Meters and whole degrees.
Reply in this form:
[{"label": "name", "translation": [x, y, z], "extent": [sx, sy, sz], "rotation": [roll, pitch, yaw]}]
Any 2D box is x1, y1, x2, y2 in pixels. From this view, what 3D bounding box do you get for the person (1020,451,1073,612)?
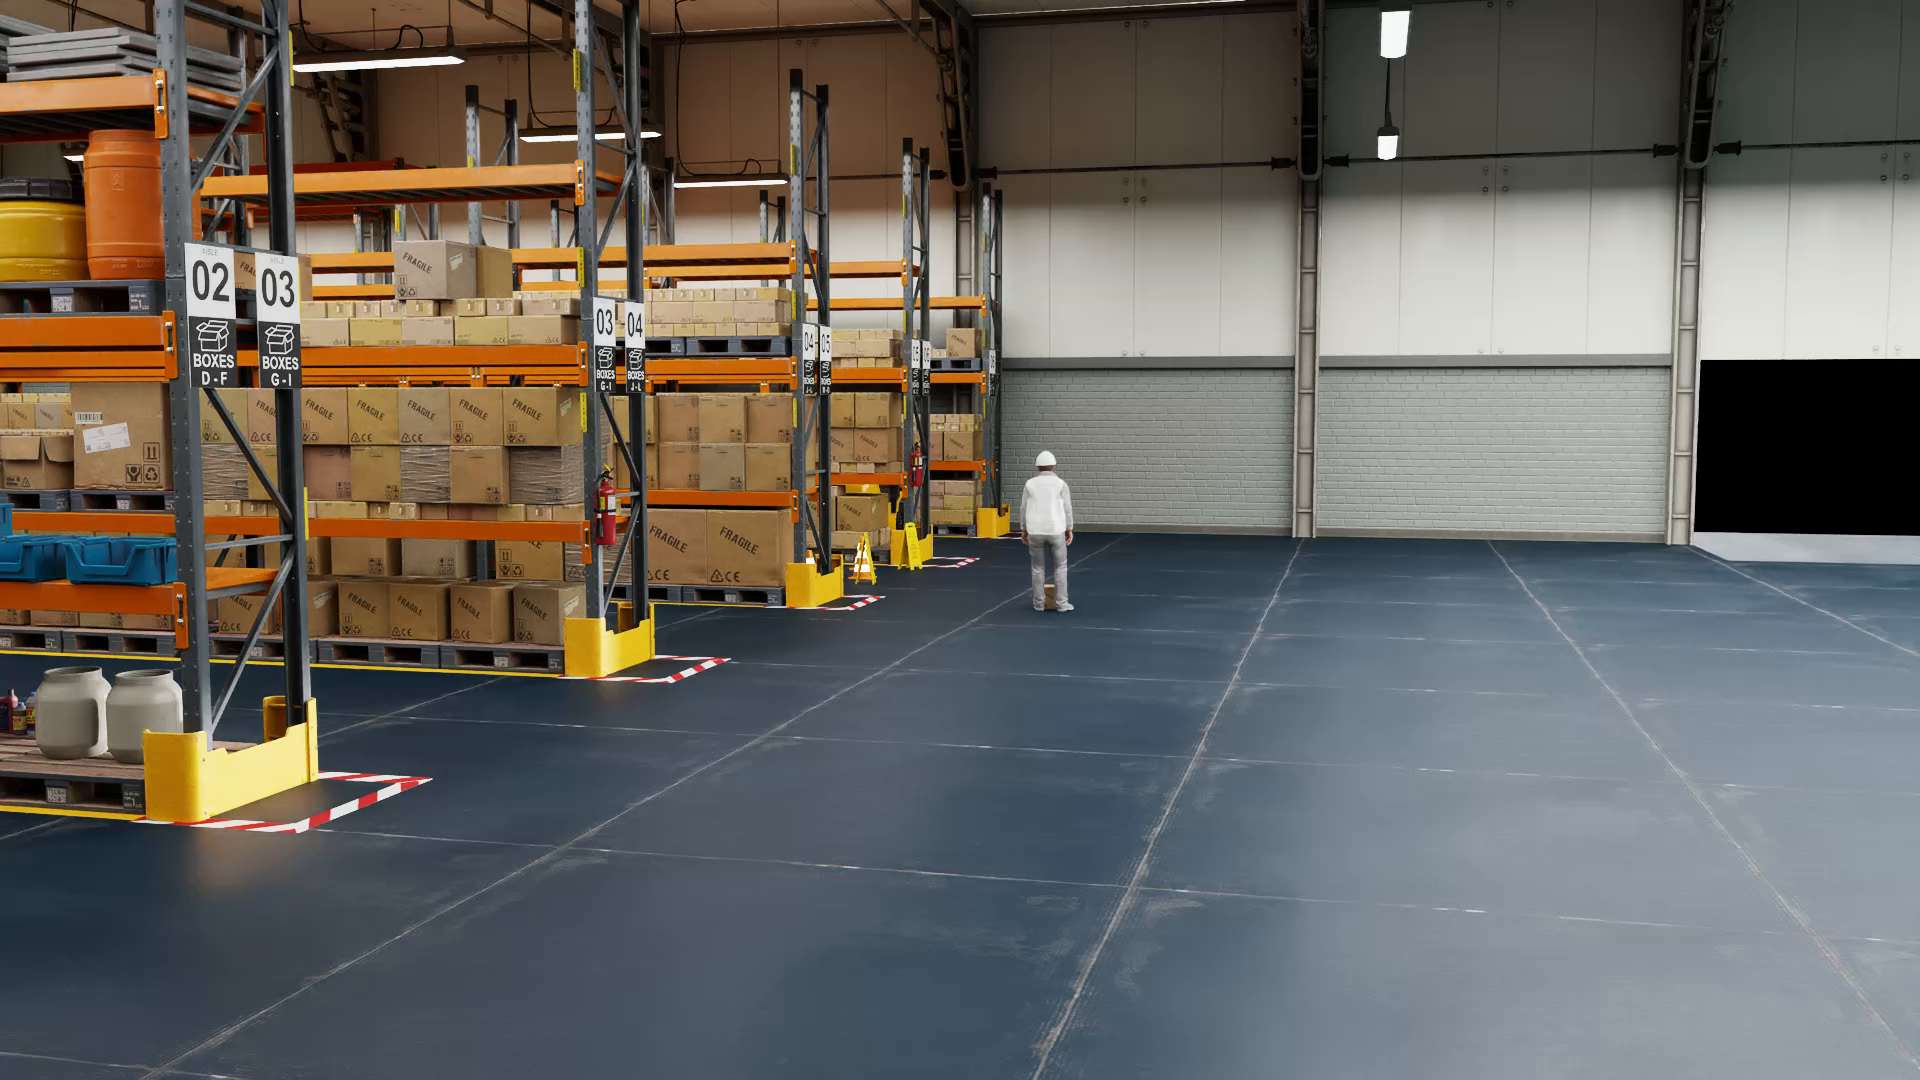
[{"label": "person", "translation": [0.963, -0.096, 18.491], "extent": [0.590, 1.772, 0.465], "rotation": [1, 5, 11]}]
